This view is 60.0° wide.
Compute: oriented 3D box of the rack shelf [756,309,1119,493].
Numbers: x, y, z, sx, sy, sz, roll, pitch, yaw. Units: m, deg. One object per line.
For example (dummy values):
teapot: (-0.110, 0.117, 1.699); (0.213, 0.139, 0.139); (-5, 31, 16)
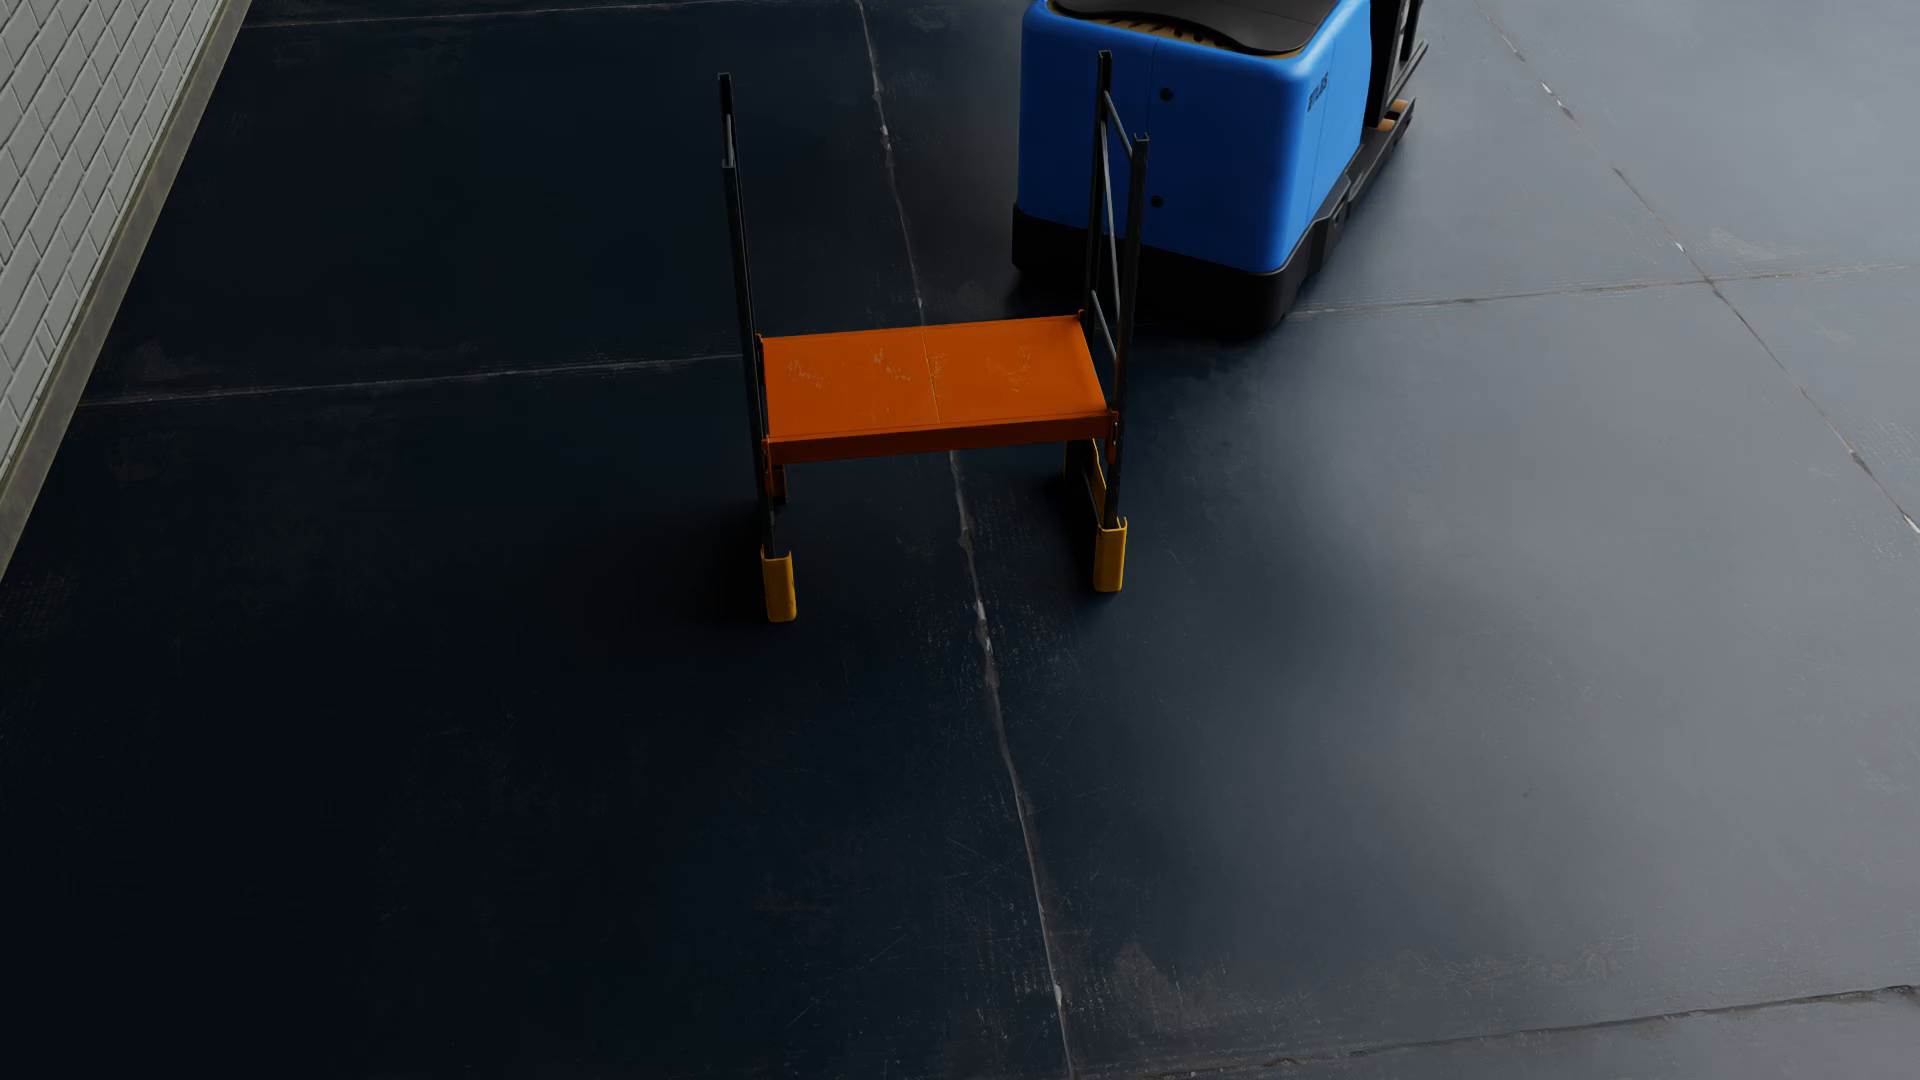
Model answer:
rack shelf: (-0.085, -0.416, 4.860); (1.000, 0.185, 0.538); (-5, 42, -6)

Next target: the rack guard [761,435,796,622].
rack guard: (-0.569, -0.043, 5.111); (0.087, 0.250, 0.587); (-5, 42, -6)

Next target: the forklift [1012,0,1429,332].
forklift: (1.300, -2.822, 6.191); (1.130, 2.935, 3.031); (18, 45, 19)

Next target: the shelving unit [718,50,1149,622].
shelving unit: (-0.076, -0.550, 4.740); (1.083, 1.500, 0.587); (-5, 42, -6)

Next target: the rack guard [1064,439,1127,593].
rack guard: (0.418, -0.129, 5.207); (0.087, 0.250, 0.587); (-5, 42, -6)

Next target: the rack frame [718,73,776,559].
rack frame: (-0.589, -0.505, 4.691); (0.032, 1.500, 0.500); (-5, 42, -6)

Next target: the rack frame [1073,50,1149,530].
rack frame: (0.419, -0.594, 4.788); (0.032, 1.500, 0.500); (-5, 42, -6)
